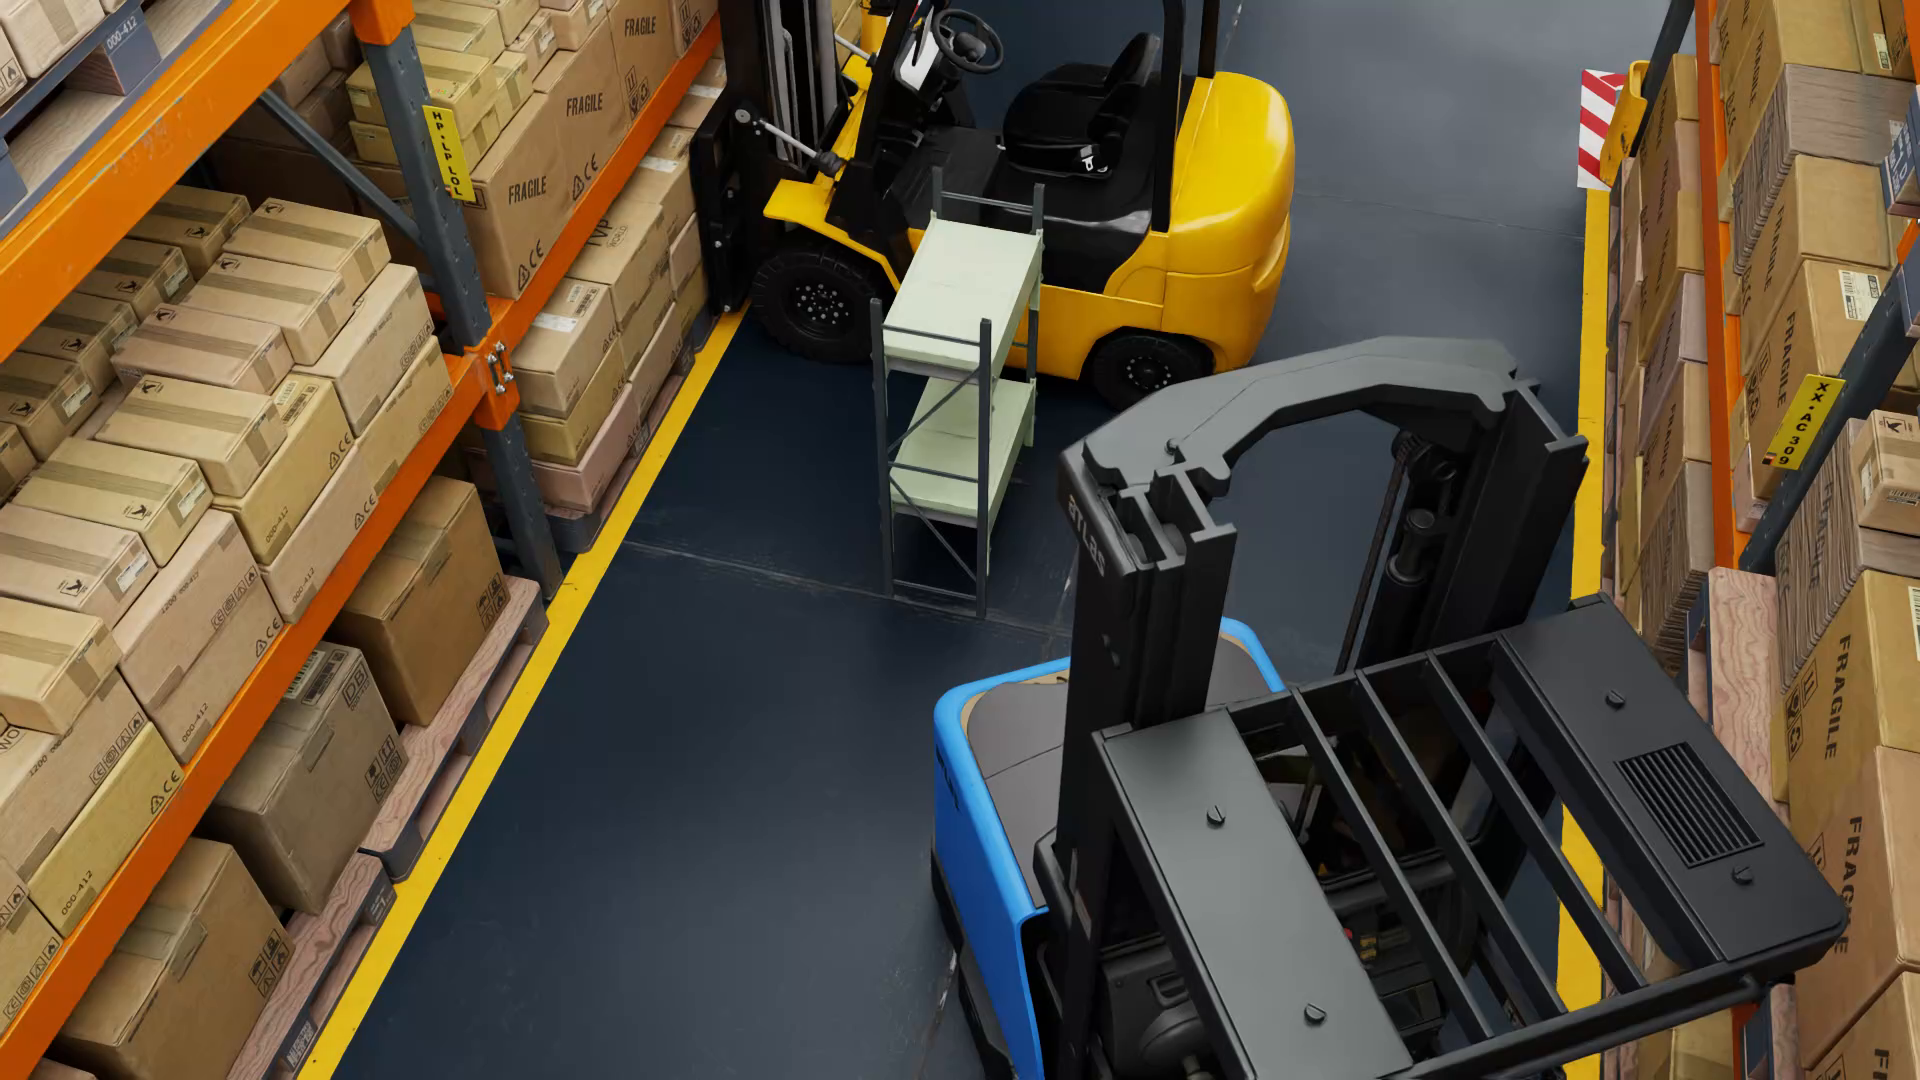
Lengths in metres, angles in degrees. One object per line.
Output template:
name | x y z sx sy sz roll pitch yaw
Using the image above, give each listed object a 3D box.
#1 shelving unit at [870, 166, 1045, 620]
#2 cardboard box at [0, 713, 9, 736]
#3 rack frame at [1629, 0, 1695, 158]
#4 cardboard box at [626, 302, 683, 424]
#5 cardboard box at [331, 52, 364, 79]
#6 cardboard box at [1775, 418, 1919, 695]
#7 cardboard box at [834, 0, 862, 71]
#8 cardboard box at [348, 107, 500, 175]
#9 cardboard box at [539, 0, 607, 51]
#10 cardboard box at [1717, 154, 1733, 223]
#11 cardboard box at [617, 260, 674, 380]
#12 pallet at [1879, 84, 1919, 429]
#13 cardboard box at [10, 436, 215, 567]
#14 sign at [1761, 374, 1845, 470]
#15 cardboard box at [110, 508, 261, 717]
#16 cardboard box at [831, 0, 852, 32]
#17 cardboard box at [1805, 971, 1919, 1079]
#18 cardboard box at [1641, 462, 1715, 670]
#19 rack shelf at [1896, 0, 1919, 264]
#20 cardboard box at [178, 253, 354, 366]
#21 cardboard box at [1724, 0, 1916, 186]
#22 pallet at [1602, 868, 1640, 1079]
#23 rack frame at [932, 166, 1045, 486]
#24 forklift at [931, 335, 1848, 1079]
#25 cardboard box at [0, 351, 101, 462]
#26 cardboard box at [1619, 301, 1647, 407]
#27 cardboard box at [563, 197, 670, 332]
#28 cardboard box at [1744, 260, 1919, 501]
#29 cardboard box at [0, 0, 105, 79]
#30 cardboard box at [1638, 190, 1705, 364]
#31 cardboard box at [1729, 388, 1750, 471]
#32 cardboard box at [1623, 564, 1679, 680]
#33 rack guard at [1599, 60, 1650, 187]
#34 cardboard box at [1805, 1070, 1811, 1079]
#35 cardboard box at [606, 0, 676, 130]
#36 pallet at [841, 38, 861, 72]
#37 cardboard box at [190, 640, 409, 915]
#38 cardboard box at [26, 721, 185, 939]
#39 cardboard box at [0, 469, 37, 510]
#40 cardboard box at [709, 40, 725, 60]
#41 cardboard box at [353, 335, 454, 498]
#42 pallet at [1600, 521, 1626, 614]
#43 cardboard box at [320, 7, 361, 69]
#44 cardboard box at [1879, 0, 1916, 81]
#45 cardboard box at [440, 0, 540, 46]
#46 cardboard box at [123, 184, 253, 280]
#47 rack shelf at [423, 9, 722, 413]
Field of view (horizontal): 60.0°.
shelving unit | 0.002 -0.501 6.111 0.431 1.500 0.755 12 50 10
cardboard box | -2.433 0.436 3.784 0.380 0.149 0.250 12 50 10
rack frame | 3.790 -2.811 7.149 1.000 3.000 0.127 12 50 10
cardboard box | -1.487 -0.779 6.909 0.500 0.250 0.500 11 49 9
cardboard box | -2.183 -1.614 5.593 0.380 0.149 0.250 10 49 9
cardboard box | 2.337 0.094 4.040 0.500 0.500 0.500 13 50 11
cardboard box | -0.819 -2.615 8.530 0.500 0.250 0.500 12 50 10
cardboard box | -1.715 -1.321 5.335 0.380 0.149 0.250 11 49 9
cardboard box | -1.470 -1.866 5.816 0.380 0.149 0.250 13 50 11
cardboard box | 2.921 -1.235 5.926 0.380 0.149 0.250 12 50 10
cardboard box | -1.497 -0.943 6.721 0.500 0.250 0.500 11 50 10
pallet | 2.472 -0.423 3.166 1.213 0.211 1.003 12 50 10
cardboard box | -2.165 -0.101 4.258 0.380 0.149 0.250 10 49 9
sign | 2.212 -0.306 4.361 0.100 0.325 0.005 12 50 10
cardboard box | -2.204 0.137 4.314 0.500 0.250 0.500 12 50 11
cardboard box | -0.826 -2.769 8.332 0.500 0.250 0.500 11 49 10
cardboard box | 1.938 1.185 3.077 0.500 0.500 0.500 10 49 8
cardboard box | 2.634 0.124 5.612 0.500 0.500 0.500 11 49 10
rack shelf | 3.264 -2.119 5.017 1.077 0.370 4.000 12 50 10
cardboard box | -1.979 -0.661 4.752 0.380 0.149 0.250 11 49 9
cardboard box | 3.005 -1.541 5.763 0.500 0.500 0.500 11 49 9
pallet | 2.534 1.568 5.144 1.003 0.211 1.213 12 50 10
rack frame | 0.098 -0.766 6.344 0.400 1.500 0.023 12 50 10
forklift | 0.848 1.123 3.723 1.130 2.935 3.031 -14 50 -12
cardboard box | -2.587 -0.377 4.502 0.380 0.149 0.250 11 50 10
cardboard box | 3.038 -0.746 6.881 0.500 0.250 0.500 15 50 13
cardboard box | -1.478 -1.110 6.535 0.500 0.250 0.500 12 50 10
cardboard box | 2.614 -0.420 4.774 0.500 0.500 0.500 10 49 9
cardboard box | -2.049 -1.121 3.477 0.380 0.149 0.250 11 50 10
cardboard box | 3.032 -1.002 6.606 0.500 0.500 0.500 12 50 11
cardboard box | 2.587 -0.309 5.109 0.380 0.149 0.250 13 50 11
cardboard box | 2.633 0.372 5.893 0.500 0.250 0.500 14 50 12
rack guard | 3.770 -1.929 8.038 1.175 0.500 0.348 12 50 10
cardboard box | 2.037 1.119 3.568 0.380 0.149 0.250 12 50 10
cardboard box | -1.431 -1.944 6.317 0.500 0.500 0.500 11 50 10
pallet | -1.161 -2.304 8.561 1.003 0.211 1.213 12 50 10
cardboard box | -2.391 0.692 5.362 0.875 0.625 0.625 11 50 10
cardboard box | -2.349 0.664 4.182 0.500 0.250 0.500 13 50 11
cardboard box | -2.721 0.037 4.402 0.500 0.250 0.500 10 49 9
cardboard box | -1.072 -2.216 7.511 0.500 0.250 0.500 12 50 11
cardboard box | -1.933 -0.429 5.147 0.500 0.250 0.500 13 50 11
pallet | 2.880 0.512 6.076 1.003 0.211 1.213 12 50 10
cardboard box | -2.154 -1.705 5.475 0.380 0.149 0.250 10 49 9
cardboard box | 3.425 -1.774 5.302 0.700 0.500 0.500 11 50 10
cardboard box | -1.642 -1.806 5.564 0.380 0.149 0.250 11 49 9
cardboard box | -2.352 -0.930 4.990 0.380 0.149 0.250 11 49 9
rack shelf | -1.526 -2.103 7.004 1.077 0.370 4.000 12 50 10
